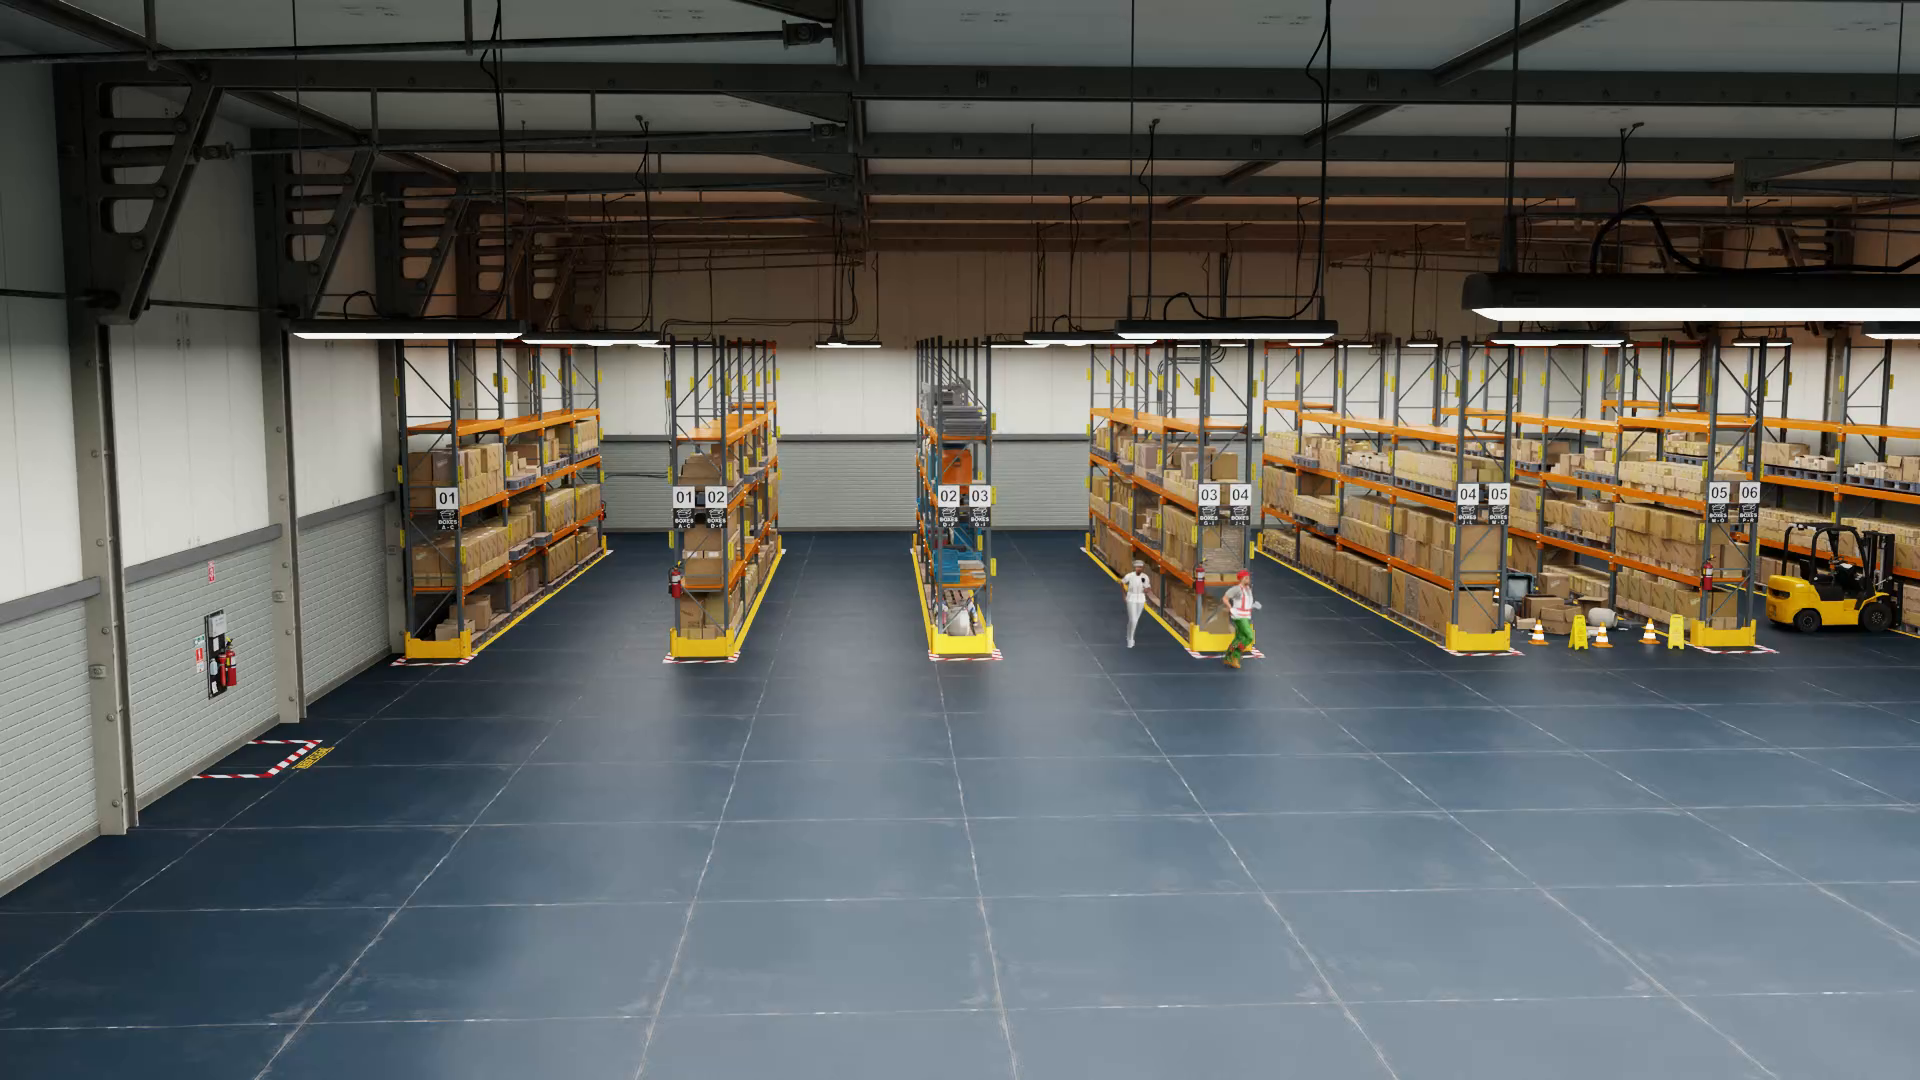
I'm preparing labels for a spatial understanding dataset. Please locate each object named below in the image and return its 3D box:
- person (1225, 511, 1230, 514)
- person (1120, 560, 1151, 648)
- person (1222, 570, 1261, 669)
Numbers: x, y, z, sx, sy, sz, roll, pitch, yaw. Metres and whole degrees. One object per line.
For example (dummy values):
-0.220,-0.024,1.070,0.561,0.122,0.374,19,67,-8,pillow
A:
7.688,-0.615,48.410,0.725,1.705,0.625,5,8,39,person
3.425,1.240,32.358,0.562,1.754,0.745,-1,7,-10,person
5.105,1.429,30.091,0.656,1.776,0.665,5,8,35,person
